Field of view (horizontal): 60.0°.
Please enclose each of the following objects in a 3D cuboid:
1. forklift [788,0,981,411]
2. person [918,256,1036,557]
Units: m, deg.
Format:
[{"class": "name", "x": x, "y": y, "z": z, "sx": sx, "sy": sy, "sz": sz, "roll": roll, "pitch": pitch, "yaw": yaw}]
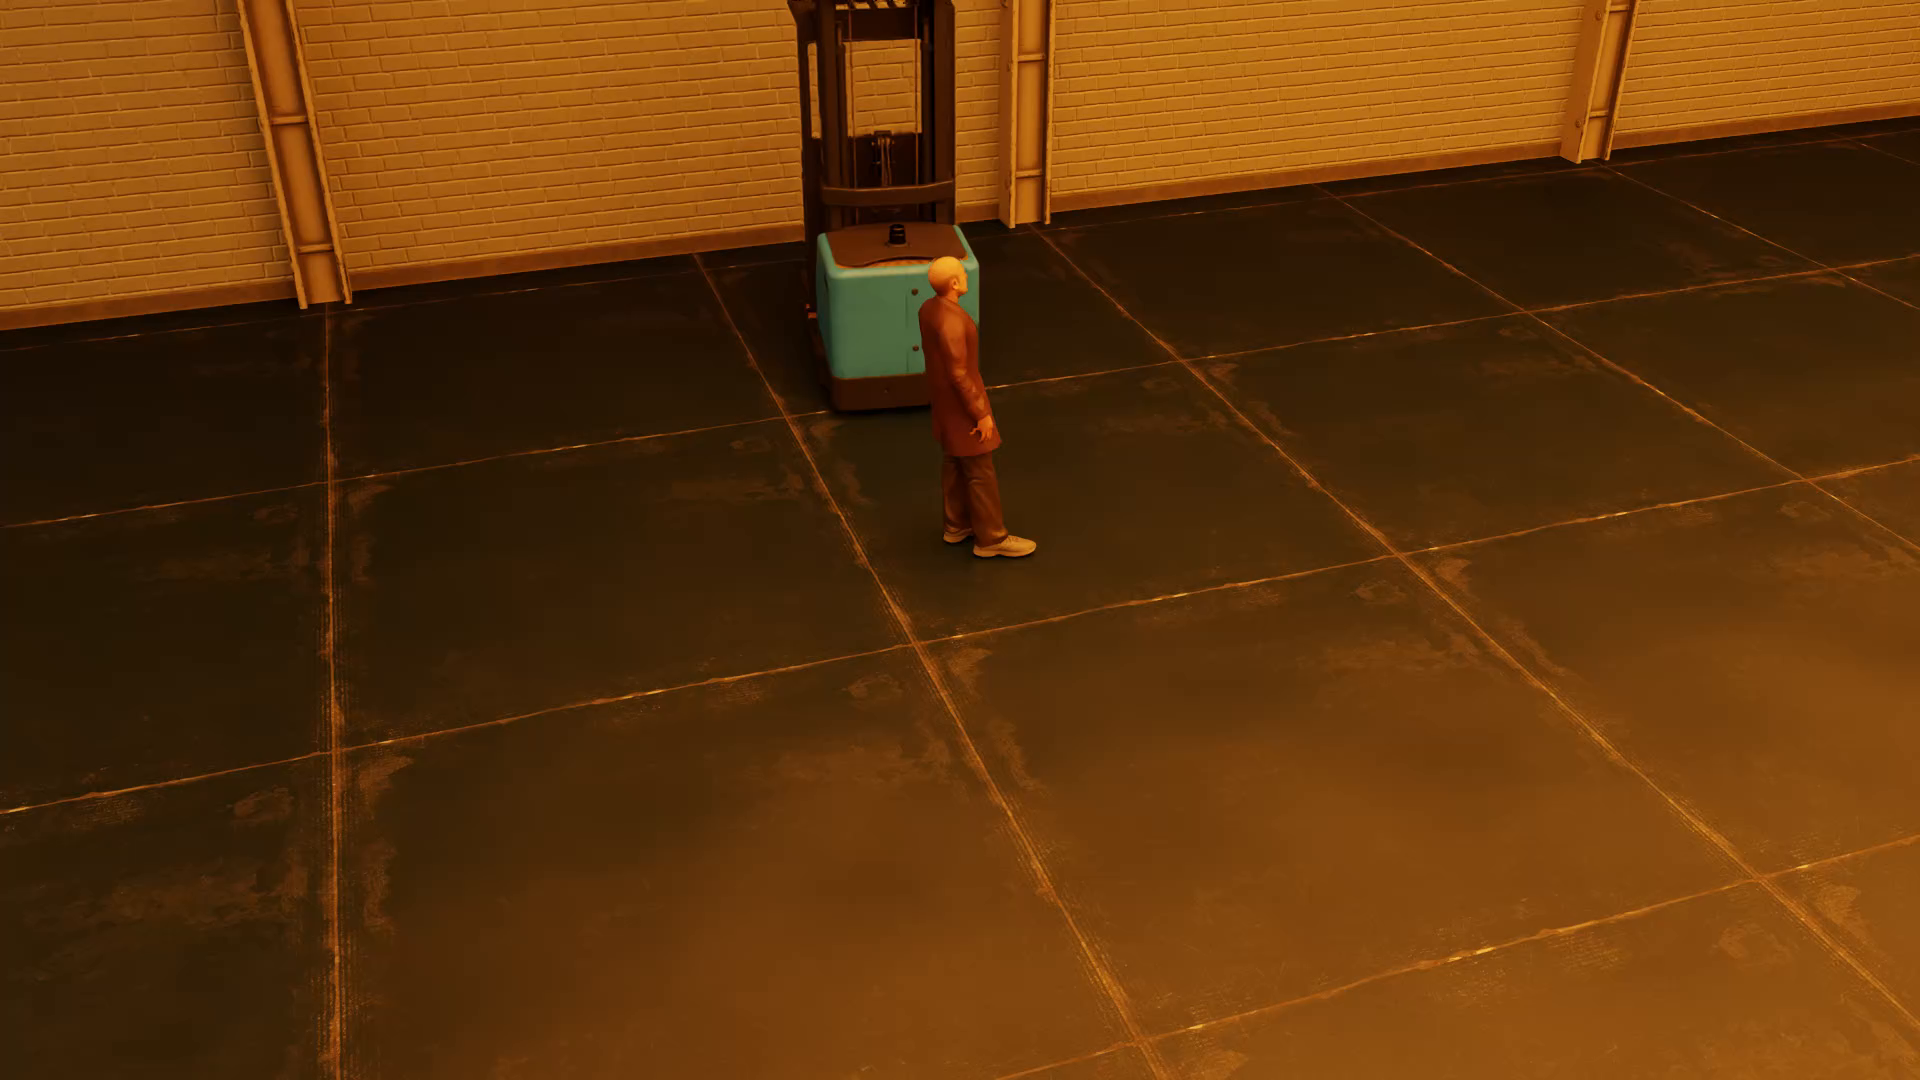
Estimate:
[{"class": "forklift", "x": -0.622, "y": -2.874, "z": 12.082, "sx": 1.130, "sy": 2.935, "sz": 3.031, "roll": -5, "pitch": 30, "yaw": -9}, {"class": "person", "x": 0.087, "y": -0.789, "z": 9.600, "sx": 0.582, "sy": 1.776, "sz": 0.694, "roll": -10, "pitch": 31, "yaw": -16}]
